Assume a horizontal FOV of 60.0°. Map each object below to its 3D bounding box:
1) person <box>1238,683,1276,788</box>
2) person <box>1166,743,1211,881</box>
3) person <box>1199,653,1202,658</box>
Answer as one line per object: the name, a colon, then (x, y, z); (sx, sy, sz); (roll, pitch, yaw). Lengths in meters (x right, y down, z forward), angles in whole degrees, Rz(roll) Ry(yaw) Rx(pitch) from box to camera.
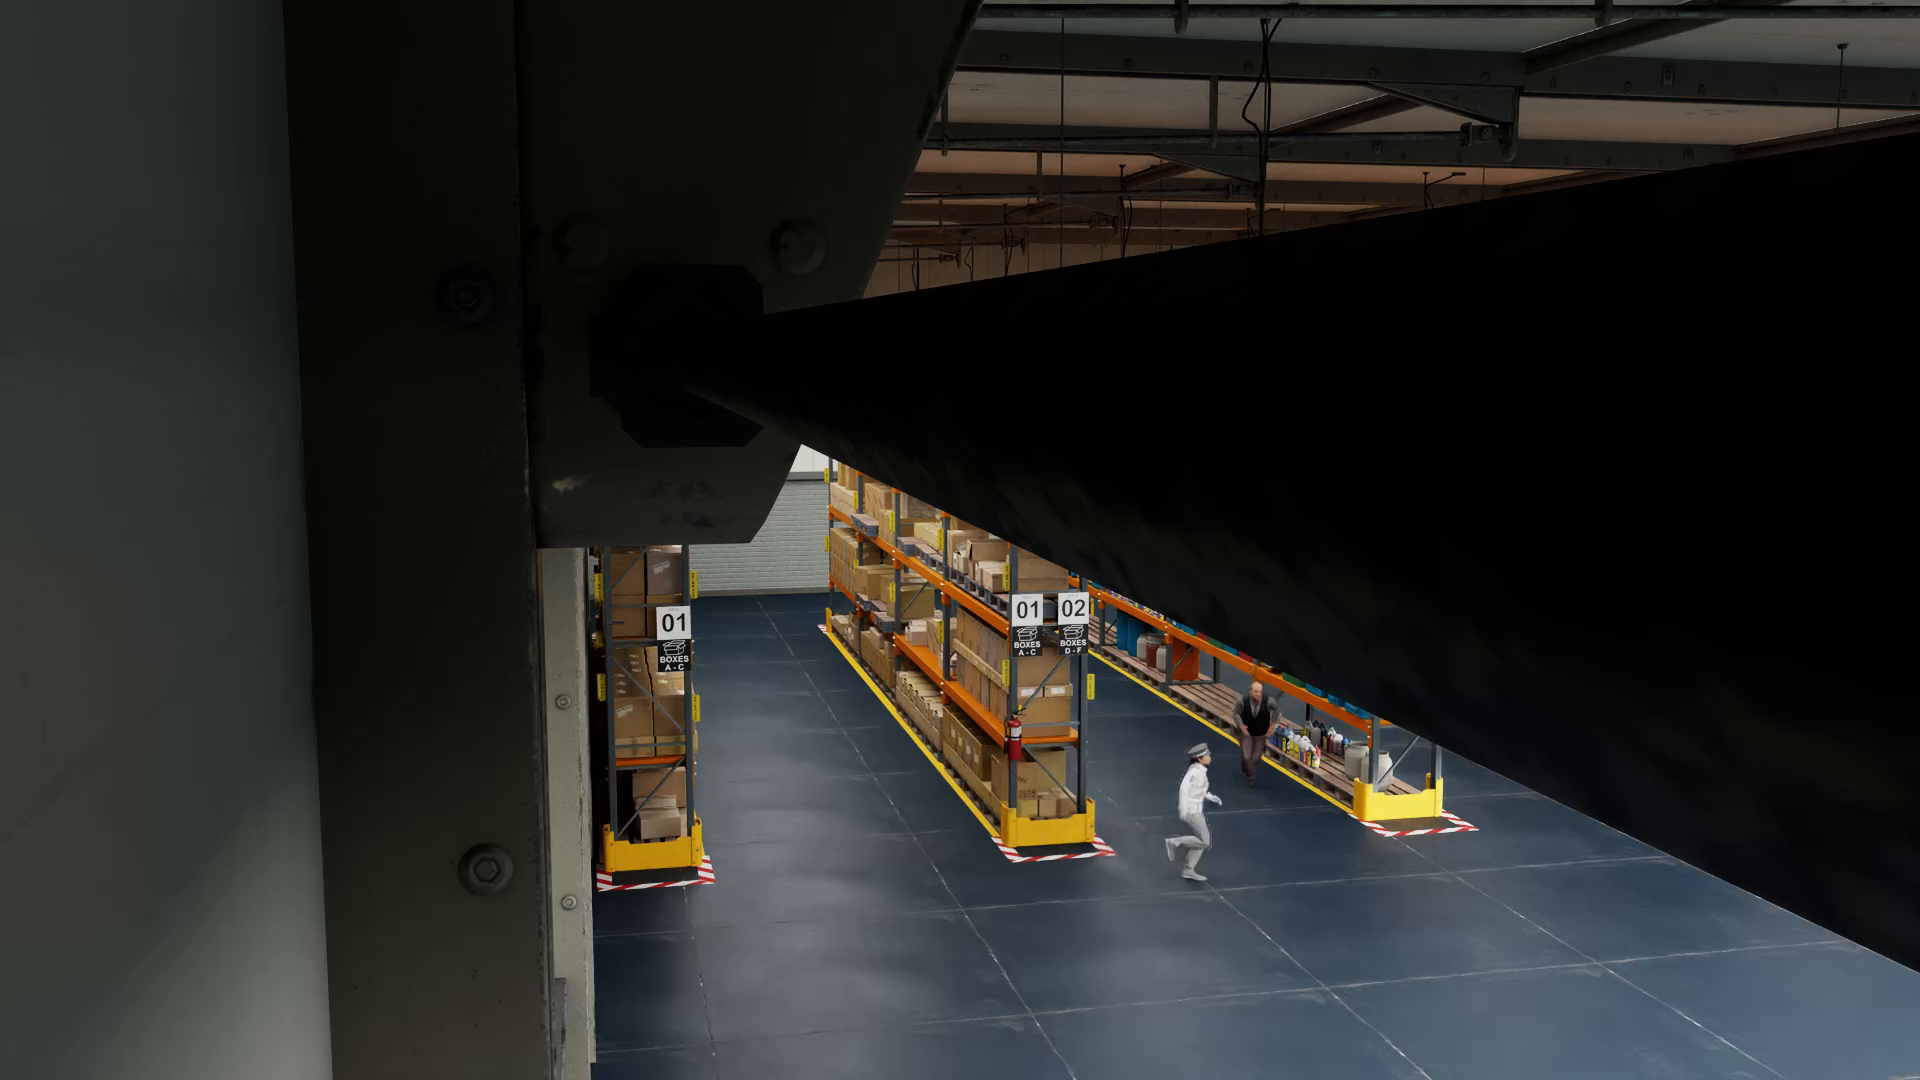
person: (4.229, 2.753, 23.736); (0.597, 1.576, 0.850); (0, 7, 2)
person: (2.709, 3.205, 19.681); (0.524, 1.650, 0.403); (1, 7, 12)
person: (4.817, 1.533, 33.674); (0.656, 1.668, 0.815); (-3, 8, -25)
